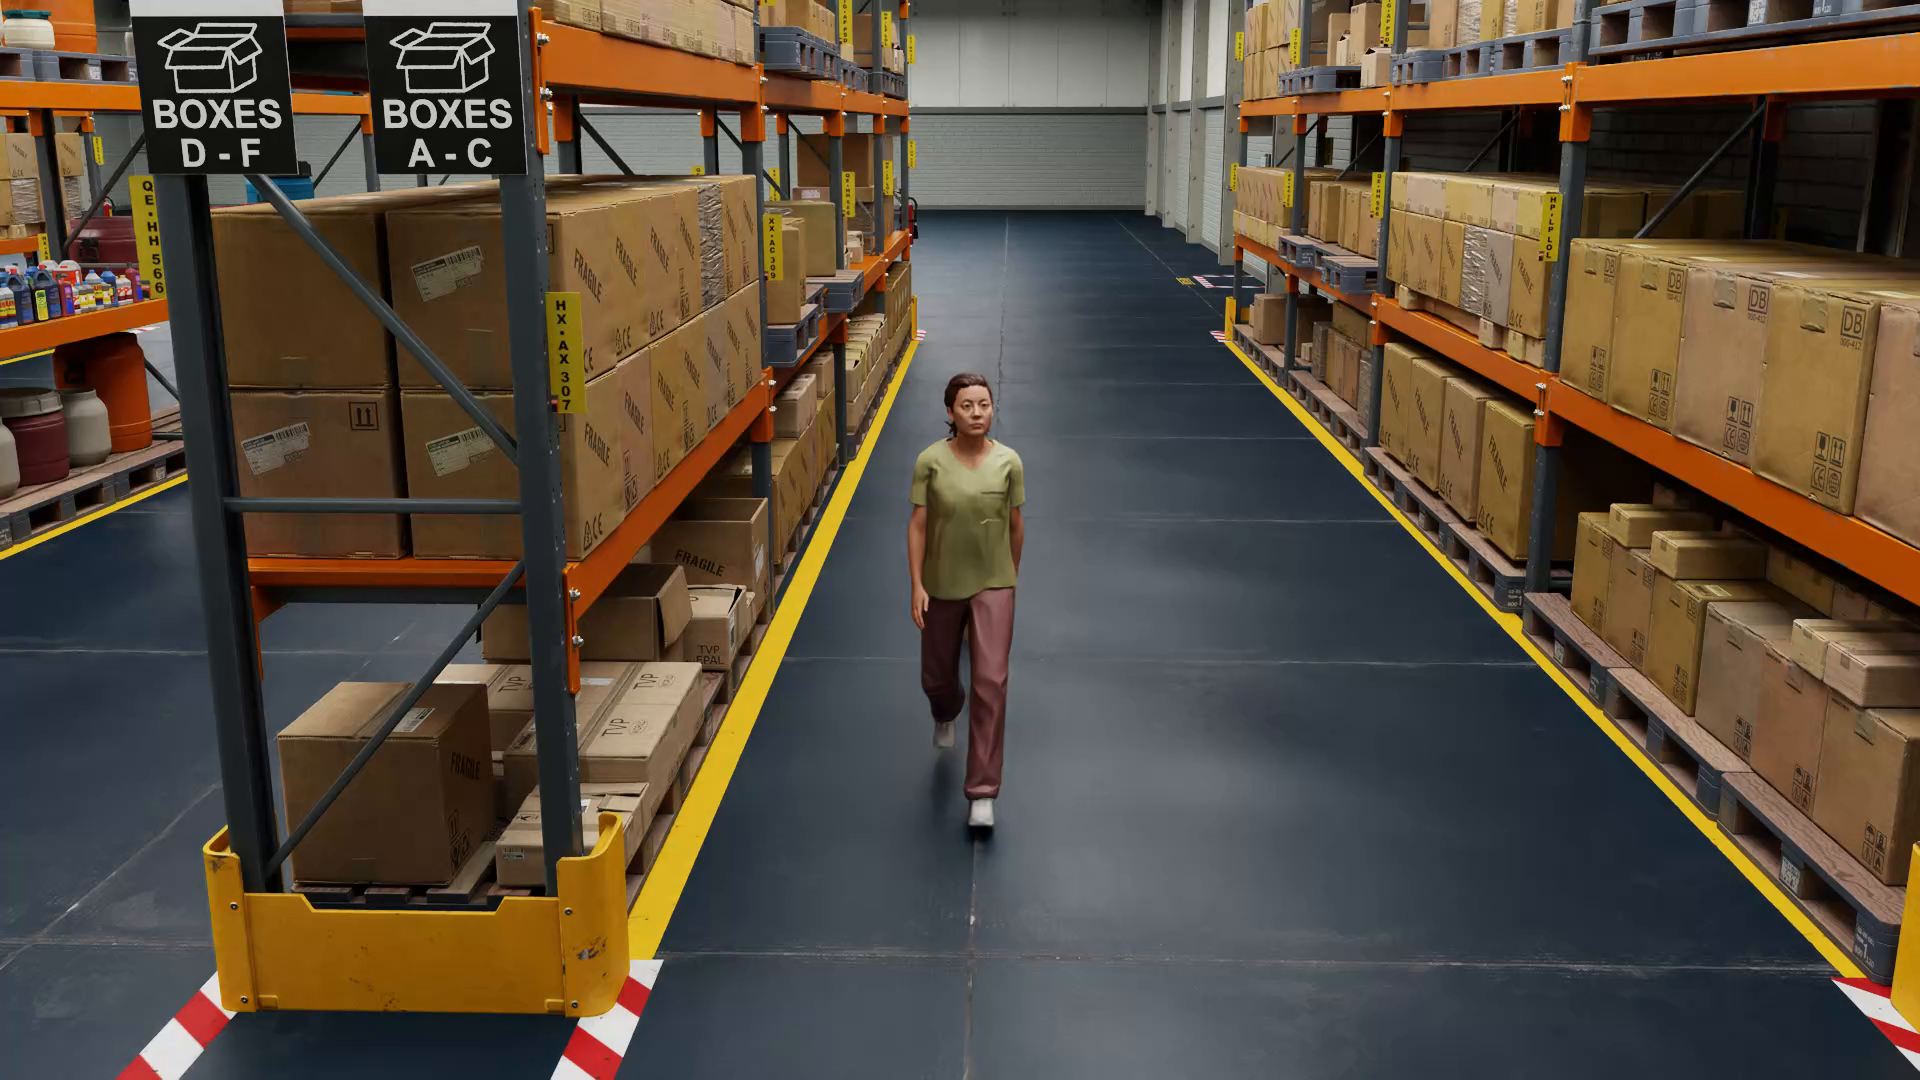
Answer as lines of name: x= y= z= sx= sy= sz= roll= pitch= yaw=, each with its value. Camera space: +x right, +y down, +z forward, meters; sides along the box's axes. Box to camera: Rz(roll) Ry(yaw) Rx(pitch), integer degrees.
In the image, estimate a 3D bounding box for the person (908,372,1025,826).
person: x=0.026 y=0.171 z=6.299 sx=0.441 sy=1.626 sz=0.968 roll=0 pitch=14 yaw=1
